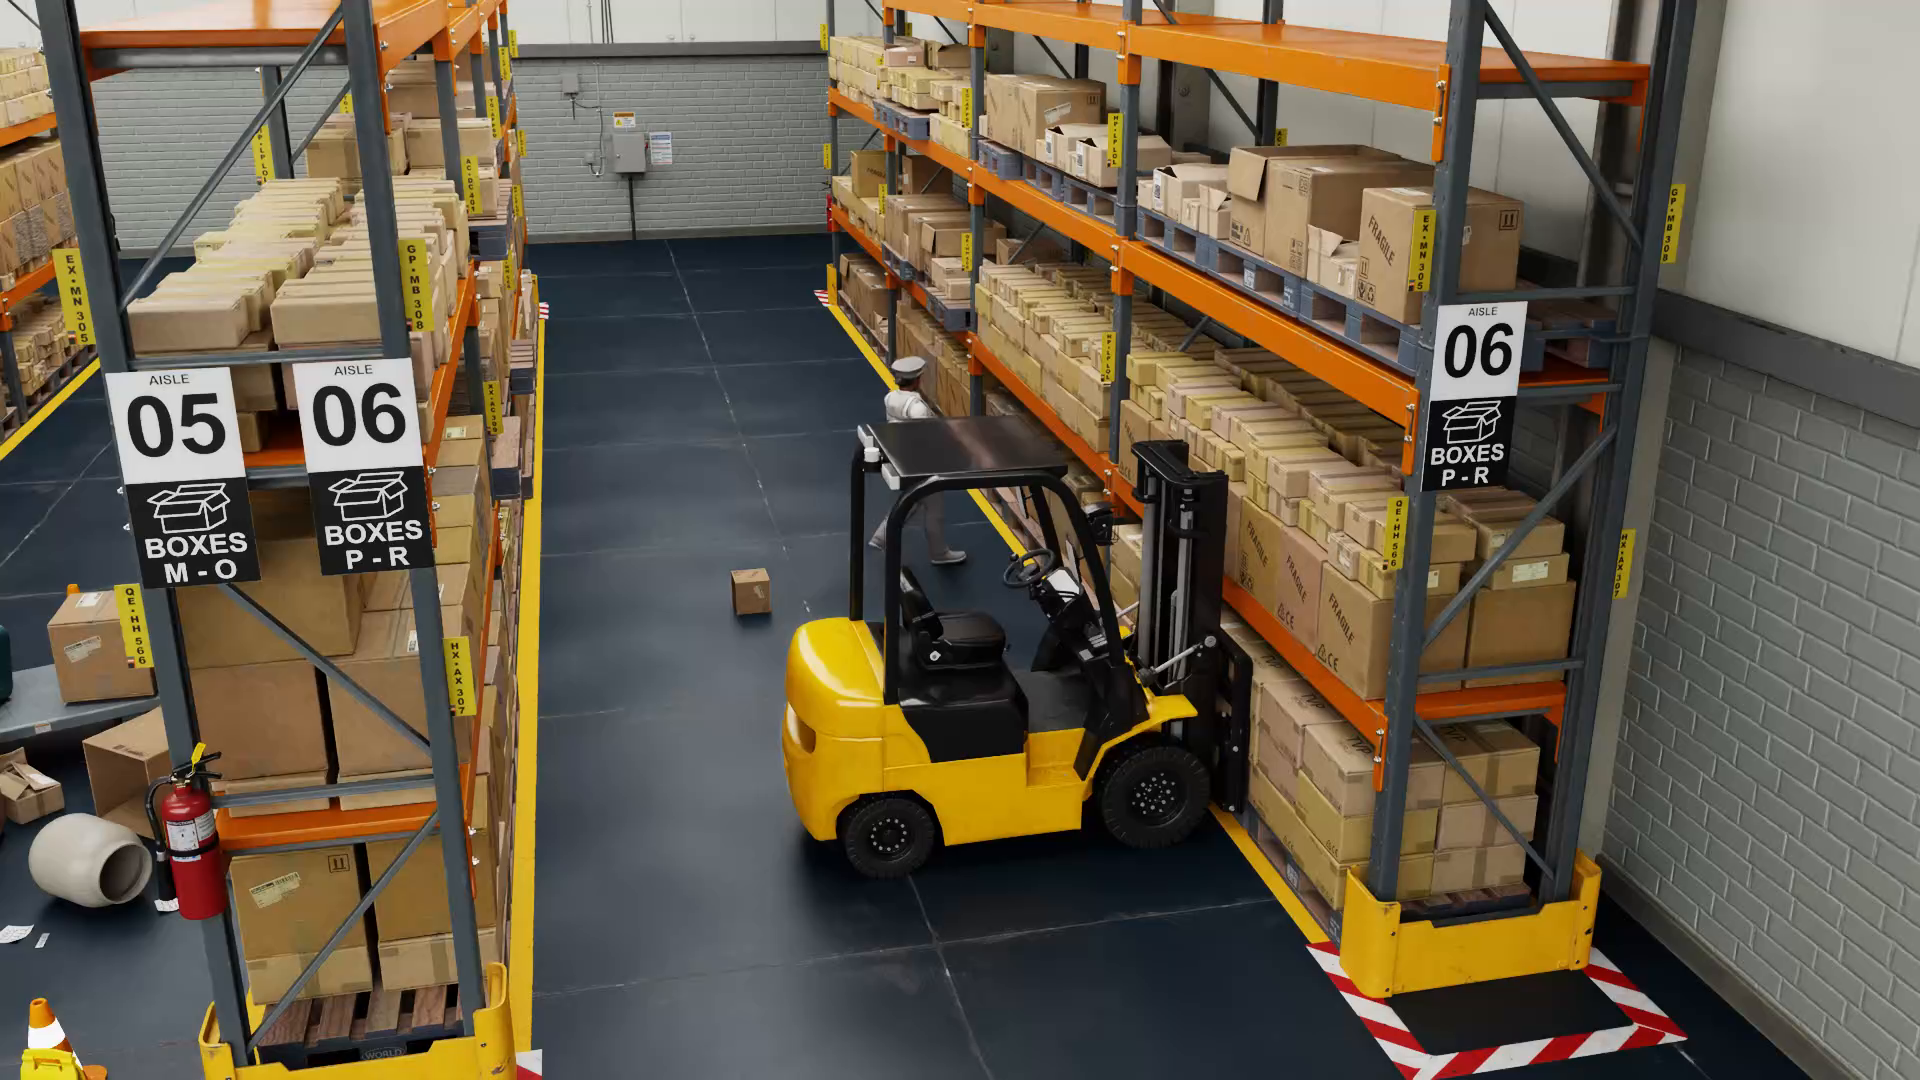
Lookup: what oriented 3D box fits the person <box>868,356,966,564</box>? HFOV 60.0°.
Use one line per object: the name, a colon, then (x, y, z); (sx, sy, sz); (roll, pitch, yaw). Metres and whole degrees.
person: (-0.328, -0.590, 12.675); (0.743, 1.645, 0.471); (-14, 24, -34)
